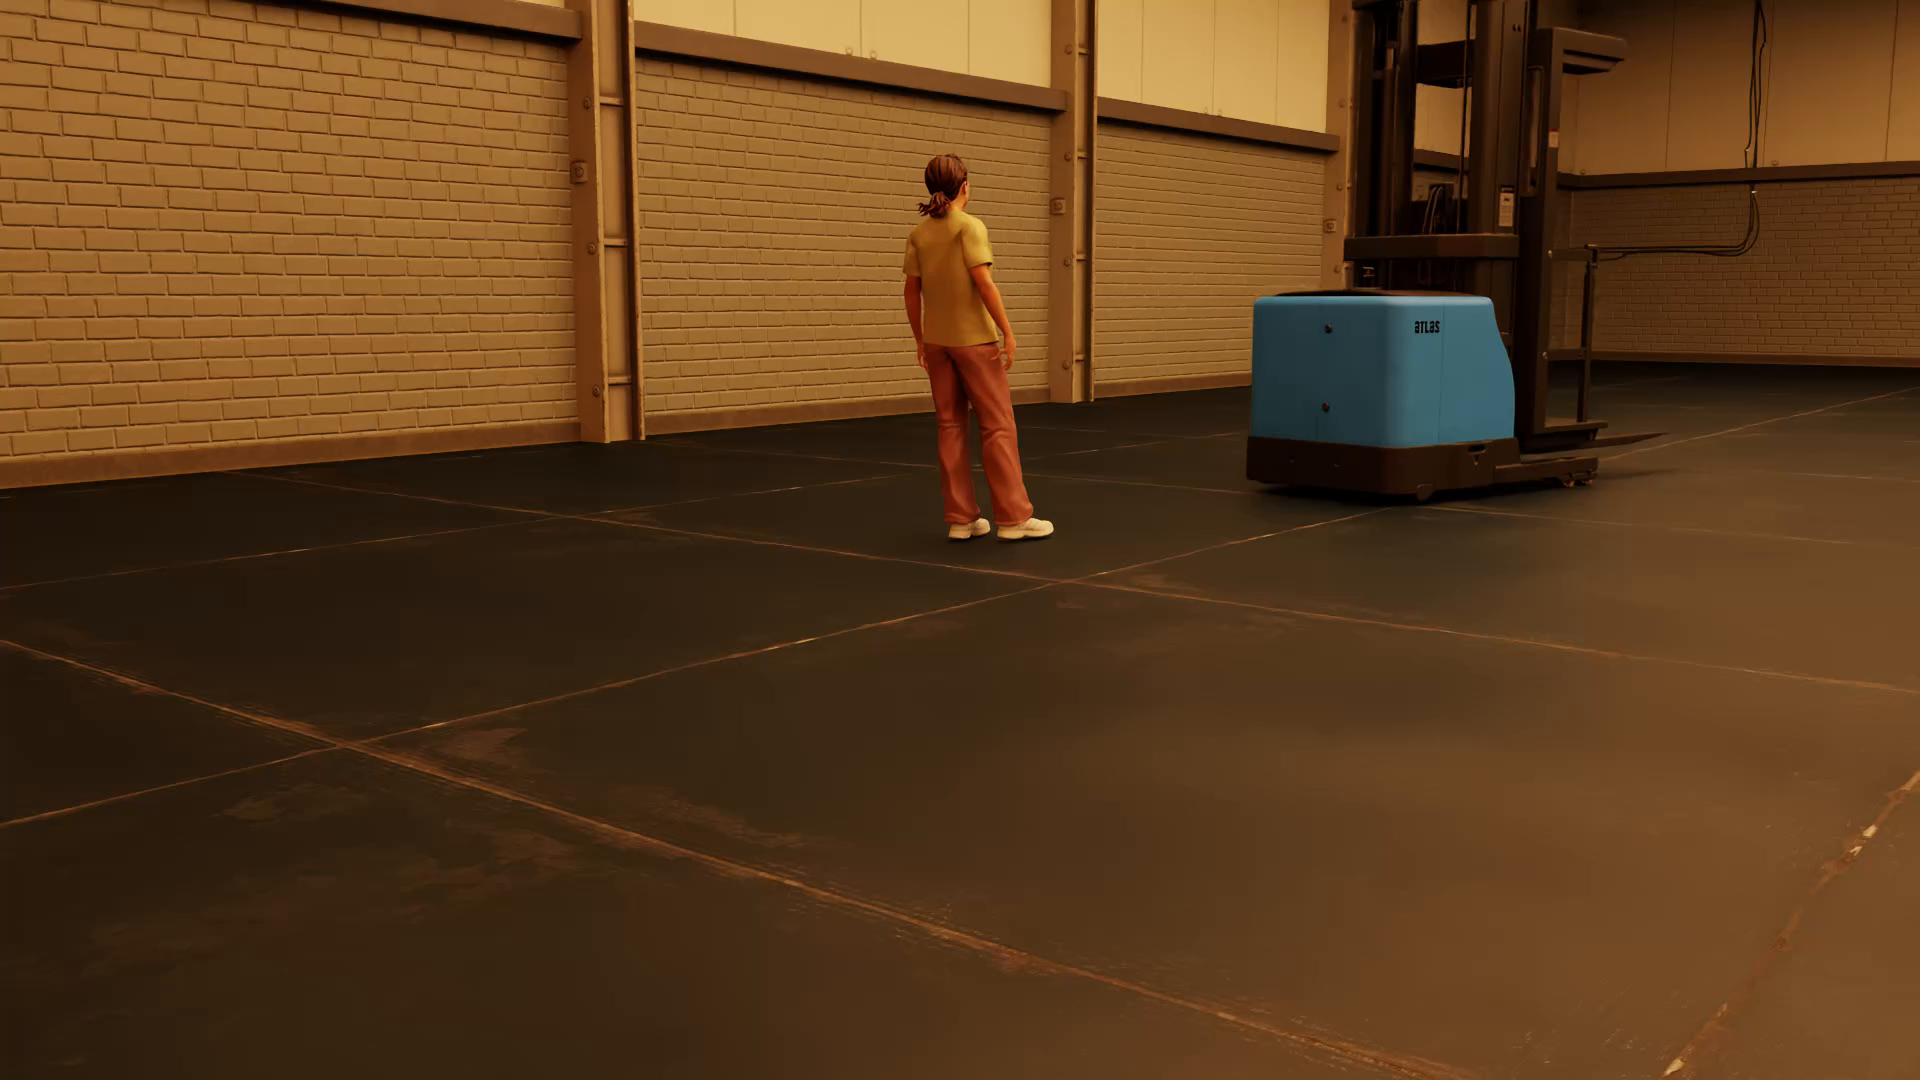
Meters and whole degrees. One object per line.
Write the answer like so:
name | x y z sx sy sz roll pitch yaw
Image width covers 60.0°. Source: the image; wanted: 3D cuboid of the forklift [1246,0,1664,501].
forklift | 3.050 -1.801 9.589 3.031 2.935 1.130 -7 11 -39

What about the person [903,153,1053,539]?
person | 0.056 -0.844 7.332 0.553 1.675 0.549 7 11 38
